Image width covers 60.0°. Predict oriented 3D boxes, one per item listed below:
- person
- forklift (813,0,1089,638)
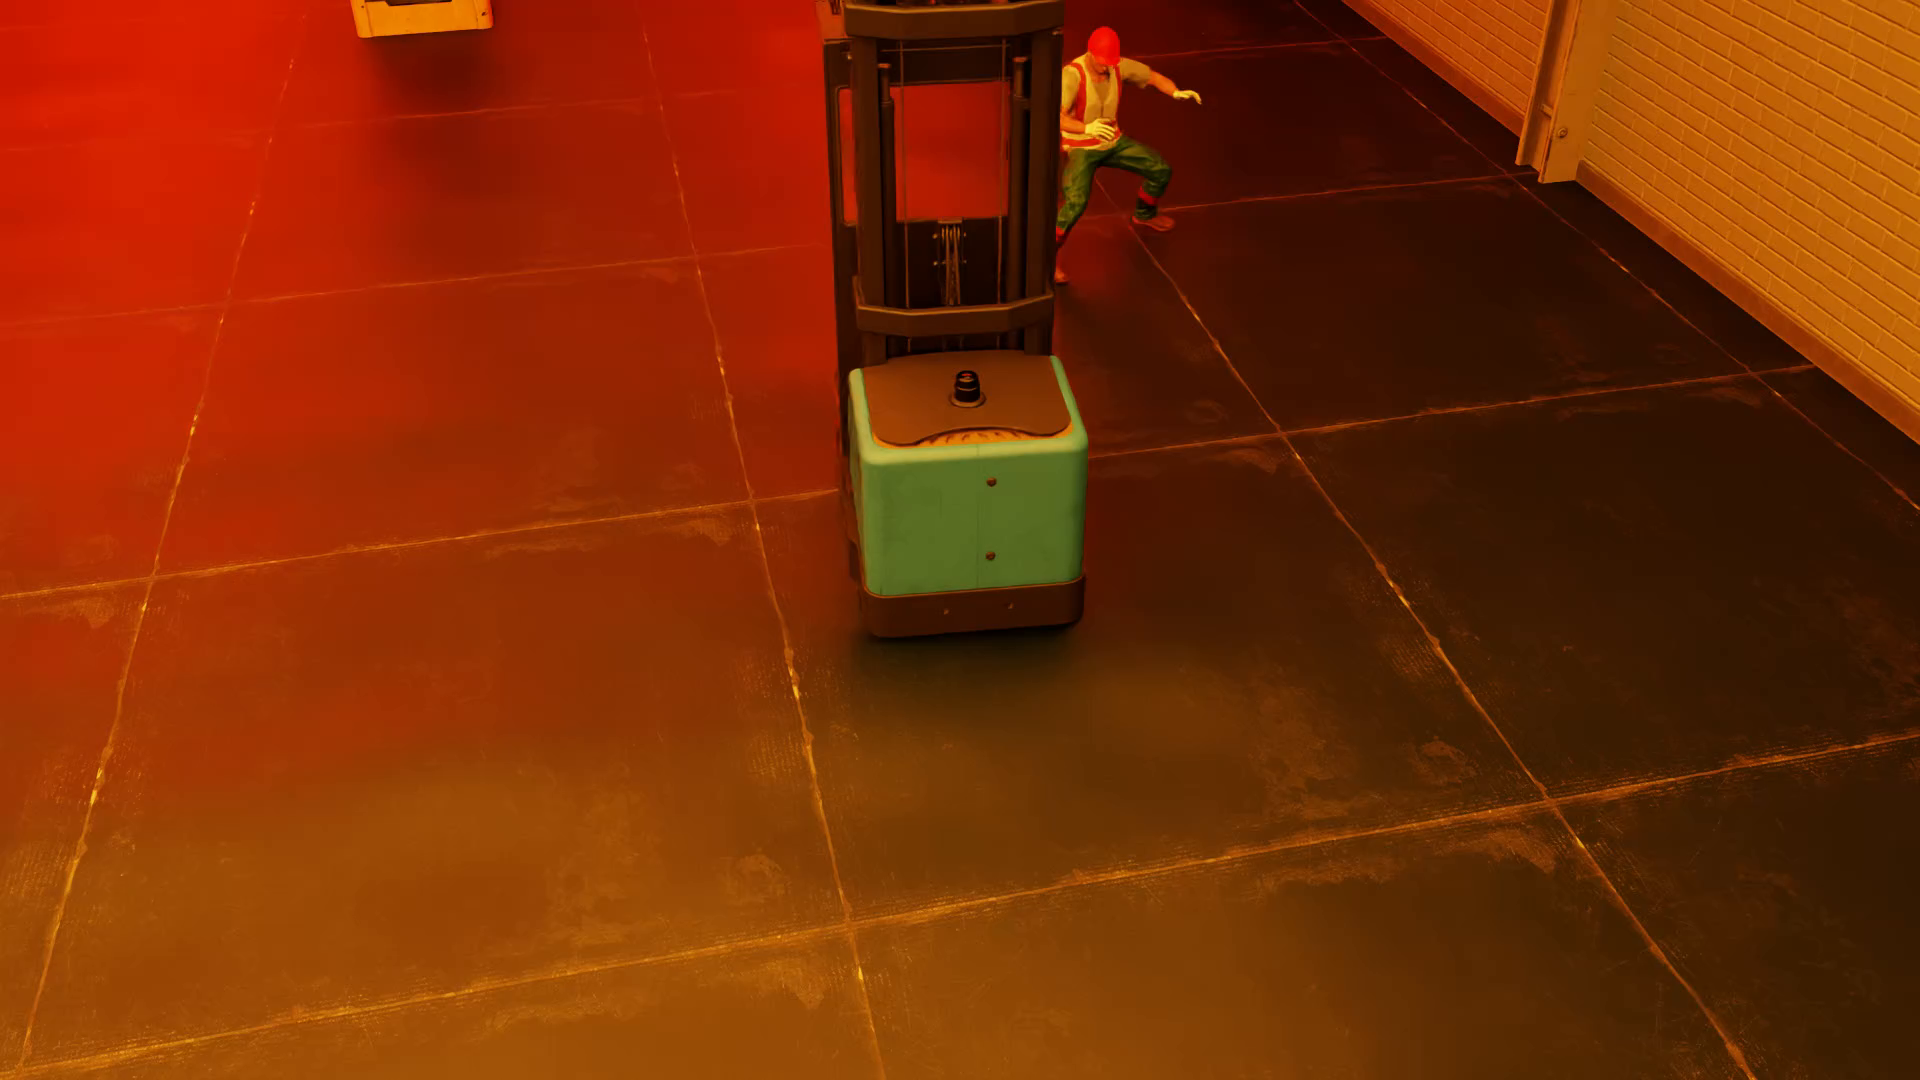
[{"bbox_3d":[0.986,-2.561,10.802,1.177,1.543,0.712,-15,38,-20],"label":"person"},{"bbox_3d":[-0.111,-1.580,8.246,1.130,2.935,3.031,-4,36,-6],"label":"forklift"}]
